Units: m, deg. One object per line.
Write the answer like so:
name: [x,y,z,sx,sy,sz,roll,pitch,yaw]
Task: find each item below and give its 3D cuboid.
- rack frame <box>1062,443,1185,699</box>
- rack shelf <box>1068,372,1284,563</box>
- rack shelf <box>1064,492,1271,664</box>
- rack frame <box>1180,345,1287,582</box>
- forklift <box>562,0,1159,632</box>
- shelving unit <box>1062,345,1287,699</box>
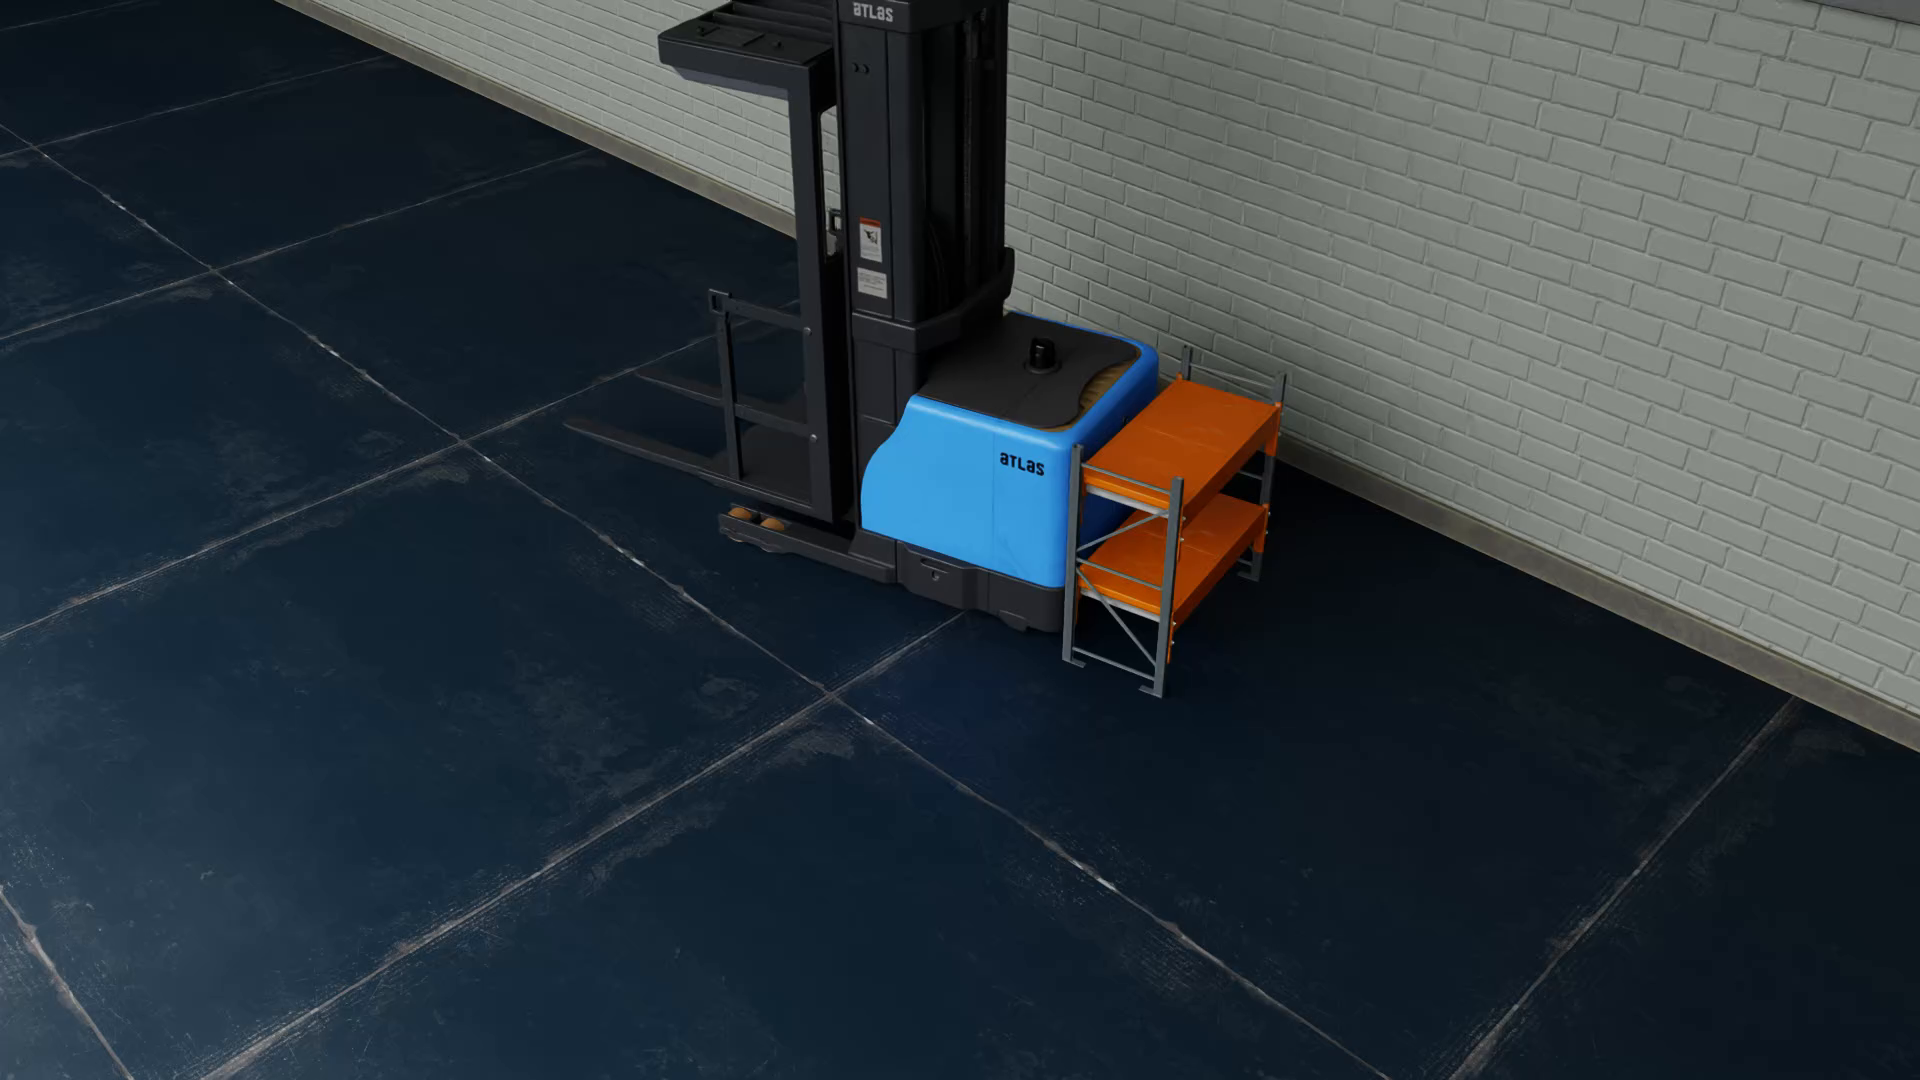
rack frame: [0.678,0.147,7.057,0.500,1.125,0.032,20,40,26]
rack shelf: [0.951,-0.339,7.241,0.538,0.278,1.000,20,40,26]
rack shelf: [0.951,0.102,7.548,0.538,0.278,1.000,20,40,26]
rack frame: [1.224,-0.344,7.760,0.500,1.125,0.032,20,40,26]
forklift: [-0.609,-1.385,7.673,3.031,2.935,1.130,18,39,23]
shelving unit: [0.951,-0.099,7.408,0.538,1.125,1.048,20,40,26]
